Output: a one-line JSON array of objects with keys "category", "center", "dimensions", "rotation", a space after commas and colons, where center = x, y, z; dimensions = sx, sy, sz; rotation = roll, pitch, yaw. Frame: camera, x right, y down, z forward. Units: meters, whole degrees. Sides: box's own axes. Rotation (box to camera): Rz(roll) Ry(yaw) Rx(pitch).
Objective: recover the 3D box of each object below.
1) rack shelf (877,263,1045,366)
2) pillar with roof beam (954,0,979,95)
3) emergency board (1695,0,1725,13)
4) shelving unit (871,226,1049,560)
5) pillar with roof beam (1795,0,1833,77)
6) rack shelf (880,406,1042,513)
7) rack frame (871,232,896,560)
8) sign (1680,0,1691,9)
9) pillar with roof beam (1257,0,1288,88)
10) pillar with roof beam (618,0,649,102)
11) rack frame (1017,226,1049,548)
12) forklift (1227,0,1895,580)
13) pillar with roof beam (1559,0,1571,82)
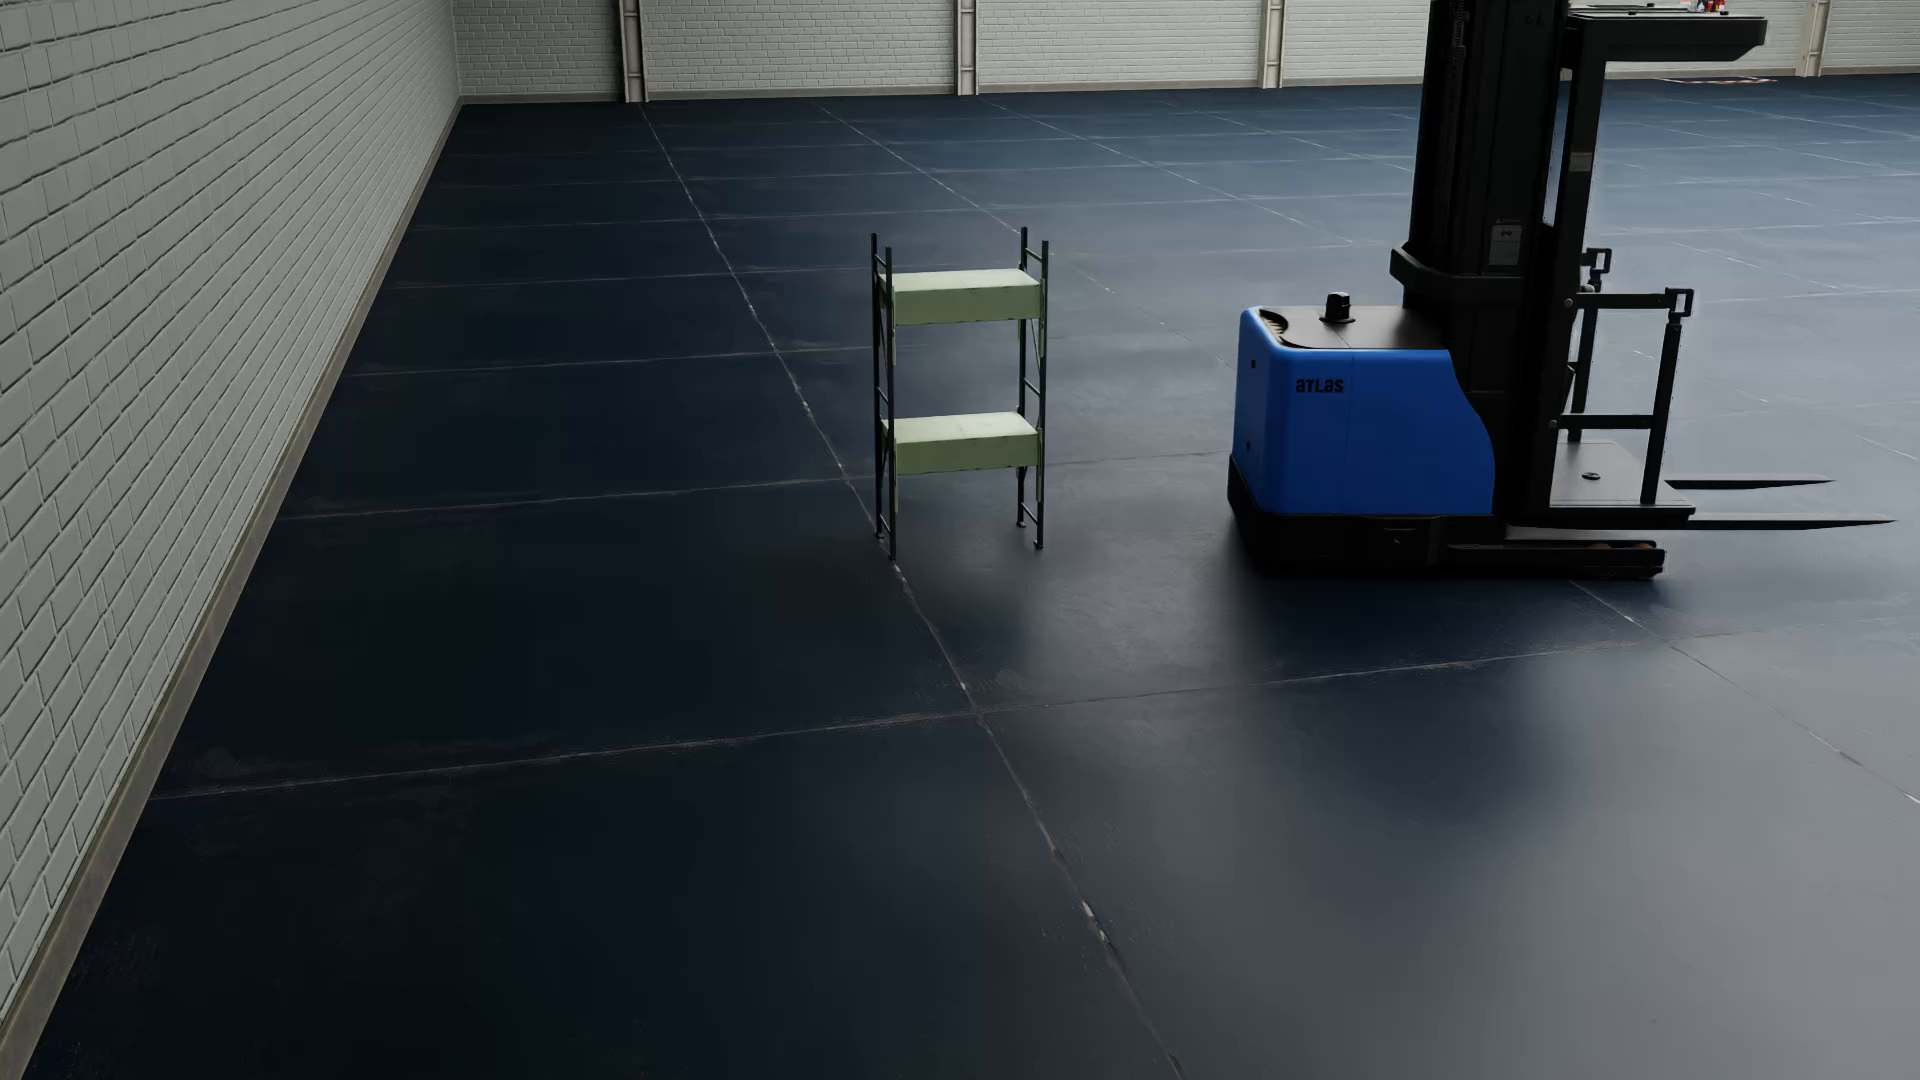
[{"category": "rack shelf", "center": [-0.006, -1.070, 7.838], "dimensions": [0.720, 0.370, 0.431], "rotation": [-5, 21, -12]}, {"category": "pillar with roof beam", "center": [1.107, -11.023, 25.241], "dimensions": [0.400, 9.000, 9.100], "rotation": [-5, 21, -12]}, {"category": "emergency board", "center": [15.219, -10.889, 33.597], "dimensions": [0.643, 1.169, 0.194], "rotation": [-5, 21, -12]}, {"category": "shelving unit", "center": [-0.006, -0.704, 7.973], "dimensions": [0.755, 1.500, 0.431], "rotation": [-5, 21, -12]}, {"category": "pillar with roof beam", "center": [18.623, -12.448, 29.131], "dimensions": [0.400, 9.000, 9.100], "rotation": [-5, 21, -12]}, {"category": "rack shelf", "center": [-0.006, -0.398, 8.085], "dimensions": [0.720, 0.370, 0.431], "rotation": [-5, 21, -12]}, {"category": "rack frame", "center": [-0.363, -0.675, 7.894], "dimensions": [0.023, 1.500, 0.400], "rotation": [-5, 21, -12]}, {"category": "sign", "center": [14.657, -10.897, 33.566], "dimensions": [0.234, 0.329, 0.001], "rotation": [-5, 21, -12]}, {"category": "pillar with roof beam", "center": [6.945, -11.498, 26.538], "dimensions": [0.400, 9.000, 9.100], "rotation": [-5, 21, -12]}, {"category": "pillar with roof beam", "center": [-4.732, -10.548, 23.945], "dimensions": [0.400, 9.000, 9.100], "rotation": [-5, 21, -12]}, {"category": "rack frame", "center": [0.350, -0.733, 8.052], "dimensions": [0.023, 1.500, 0.400], "rotation": [-5, 21, -12]}, {"category": "forklift", "center": [2.897, -1.376, 7.728], "dimensions": [3.031, 2.935, 1.130], "rotation": [0, 20, 0]}, {"category": "pillar with roof beam", "center": [12.784, -11.973, 27.834], "dimensions": [0.400, 9.000, 9.100], "rotation": [-5, 21, -12]}]
